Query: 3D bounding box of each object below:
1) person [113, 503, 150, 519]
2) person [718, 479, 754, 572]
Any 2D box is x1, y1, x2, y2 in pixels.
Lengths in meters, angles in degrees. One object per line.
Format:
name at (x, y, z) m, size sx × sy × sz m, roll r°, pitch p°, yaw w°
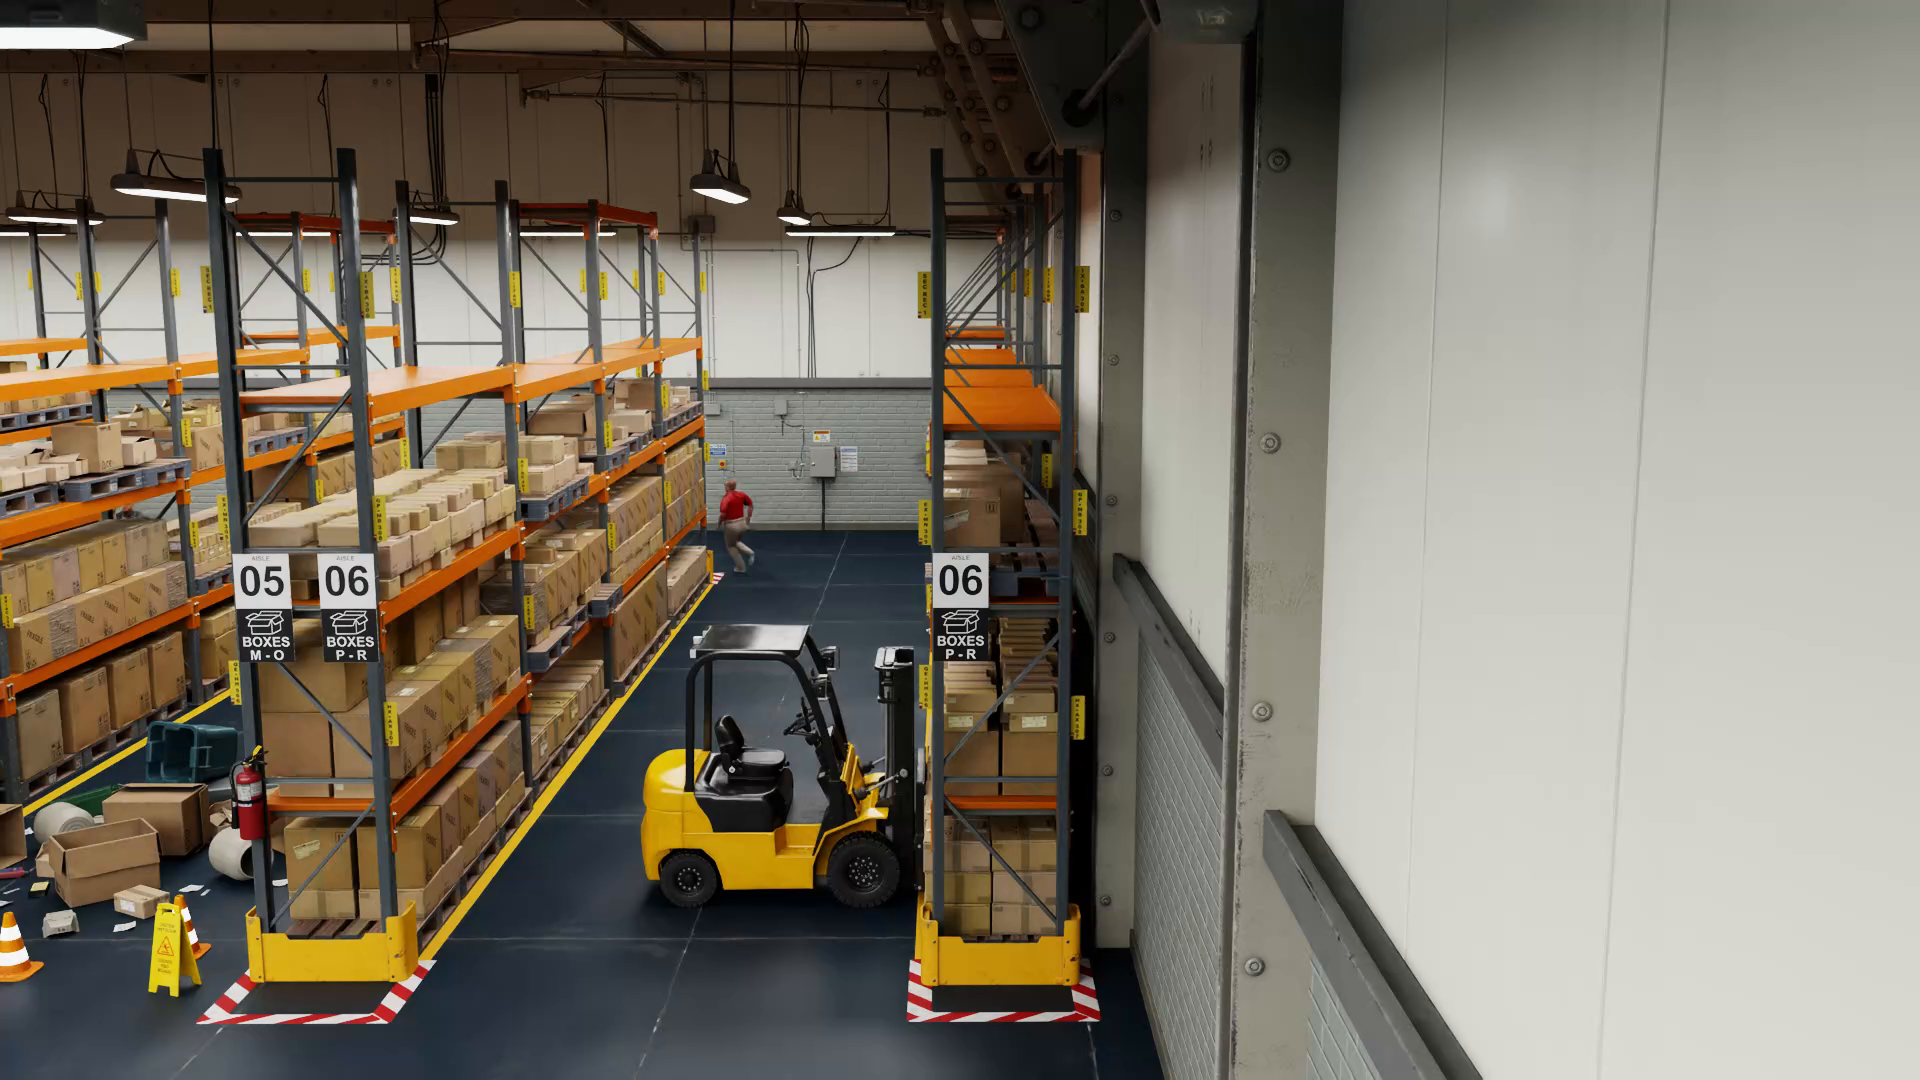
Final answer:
person at (-12.892, 0.181, 25.901) m, size 0.633 × 1.738 × 0.934 m, roll -1°, pitch 9°, yaw -9°
person at (-3.938, -0.239, 28.753) m, size 0.542 × 1.650 × 0.701 m, roll 7°, pitch 11°, yaw 37°
